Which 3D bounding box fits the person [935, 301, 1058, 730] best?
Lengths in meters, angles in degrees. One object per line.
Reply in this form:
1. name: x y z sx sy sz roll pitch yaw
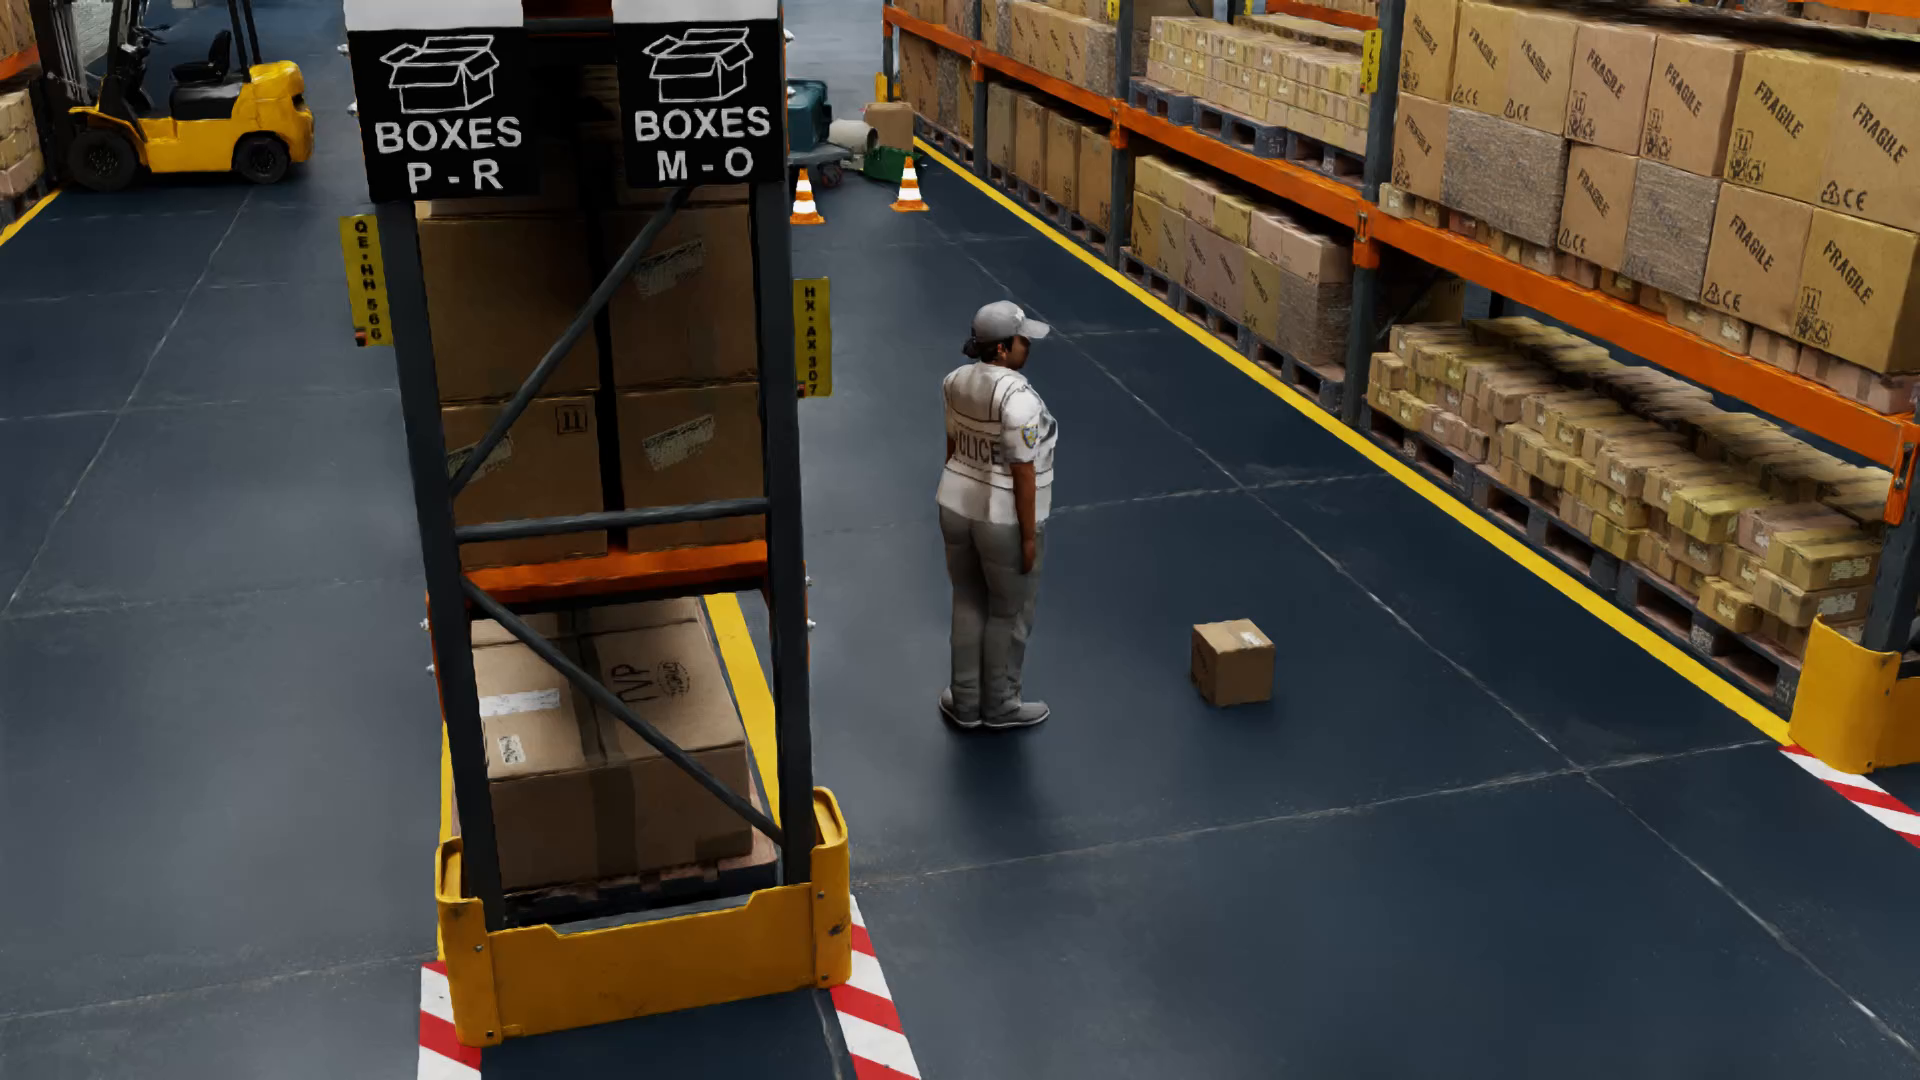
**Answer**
1. person: 0.112 -0.080 6.266 0.540 1.672 0.408 20 30 39
